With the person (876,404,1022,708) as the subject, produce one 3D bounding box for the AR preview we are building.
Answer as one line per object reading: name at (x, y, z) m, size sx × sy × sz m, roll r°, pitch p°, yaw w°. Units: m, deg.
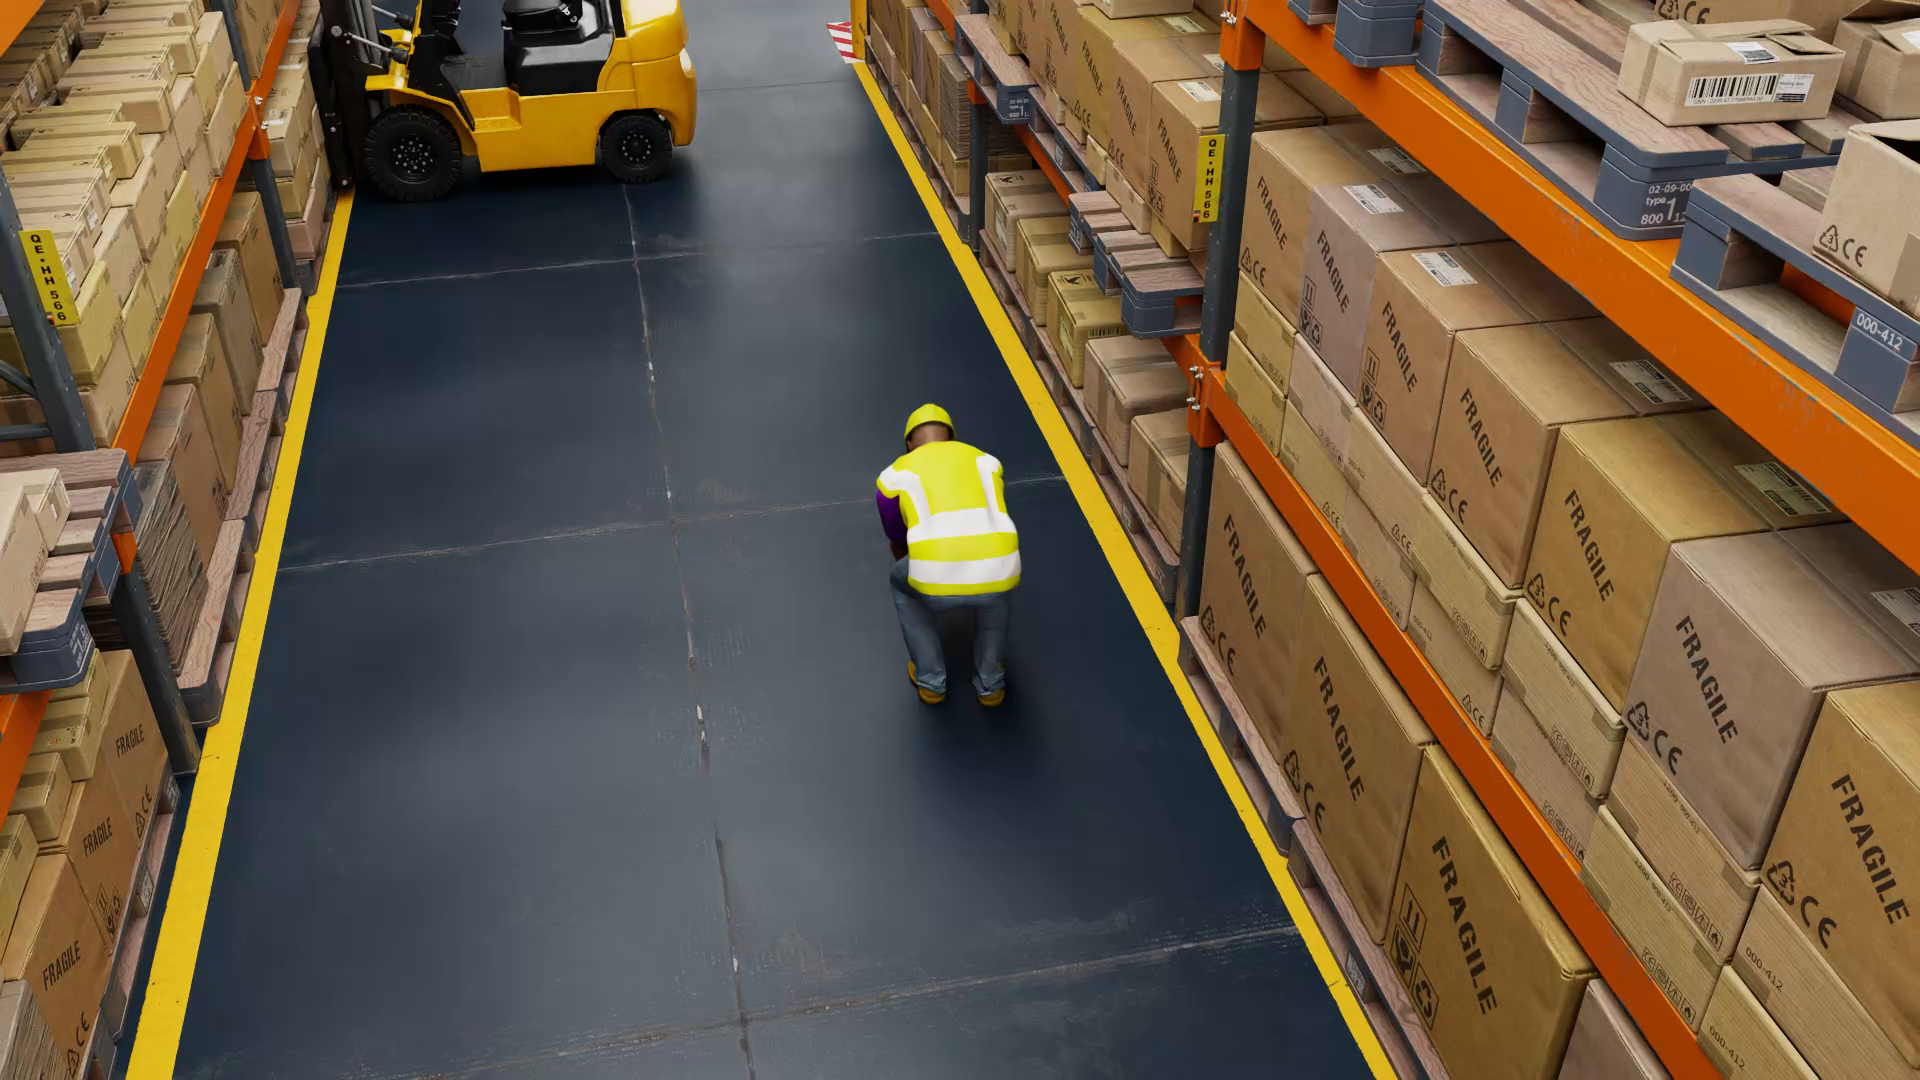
person at (-0.053, 0.095, 6.647) m, size 0.524 × 1.020 × 0.962 m, roll -5°, pitch 35°, yaw -8°
